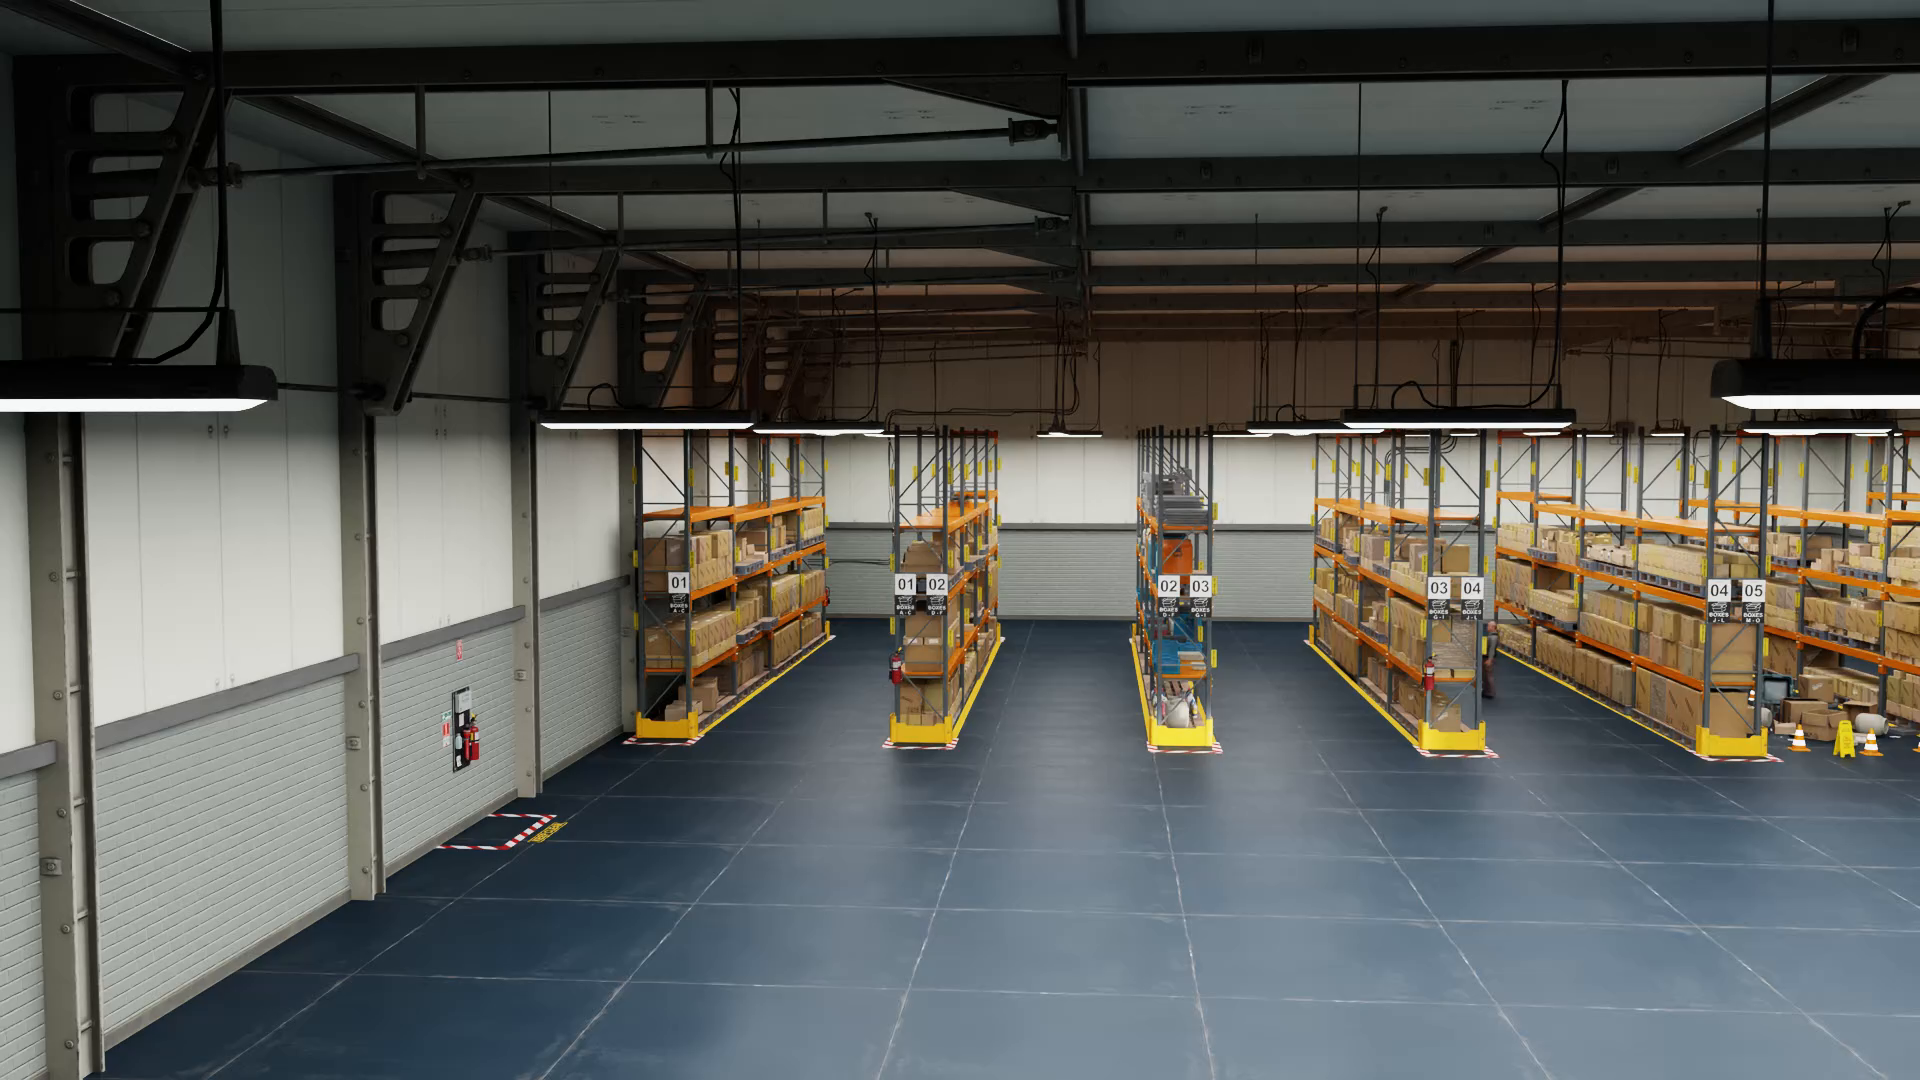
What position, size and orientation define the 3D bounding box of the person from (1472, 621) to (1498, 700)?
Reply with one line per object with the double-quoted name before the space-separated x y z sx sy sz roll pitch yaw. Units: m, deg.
"person" 11.665 2.654 36.970 0.599 1.713 0.551 2 4 25
